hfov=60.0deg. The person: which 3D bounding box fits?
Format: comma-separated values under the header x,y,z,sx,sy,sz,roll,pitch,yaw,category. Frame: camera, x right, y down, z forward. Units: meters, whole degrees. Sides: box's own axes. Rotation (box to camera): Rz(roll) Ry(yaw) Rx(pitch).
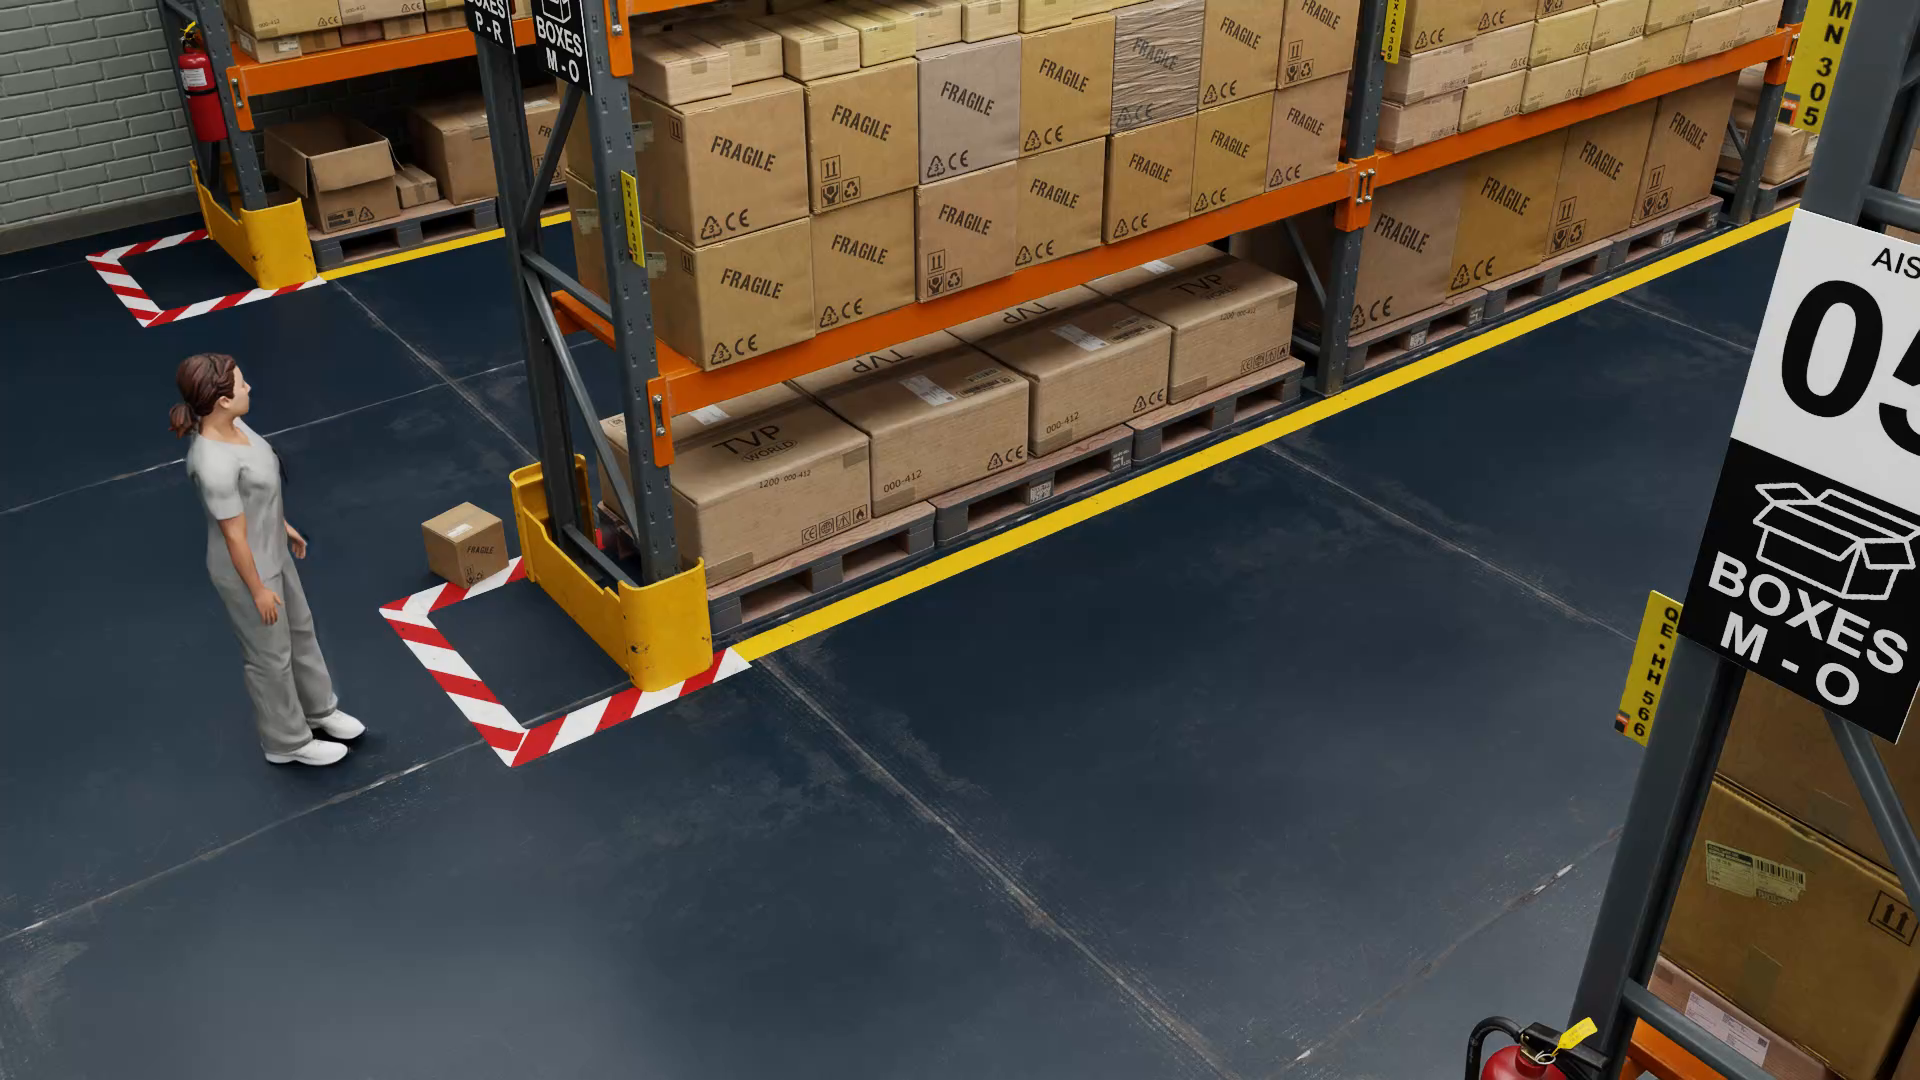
x,y,z,sx,sy,sz,roll,pitch,yaw,category
-2.491,0.089,5.966,0.385,1.683,0.465,-7,33,-11,person
